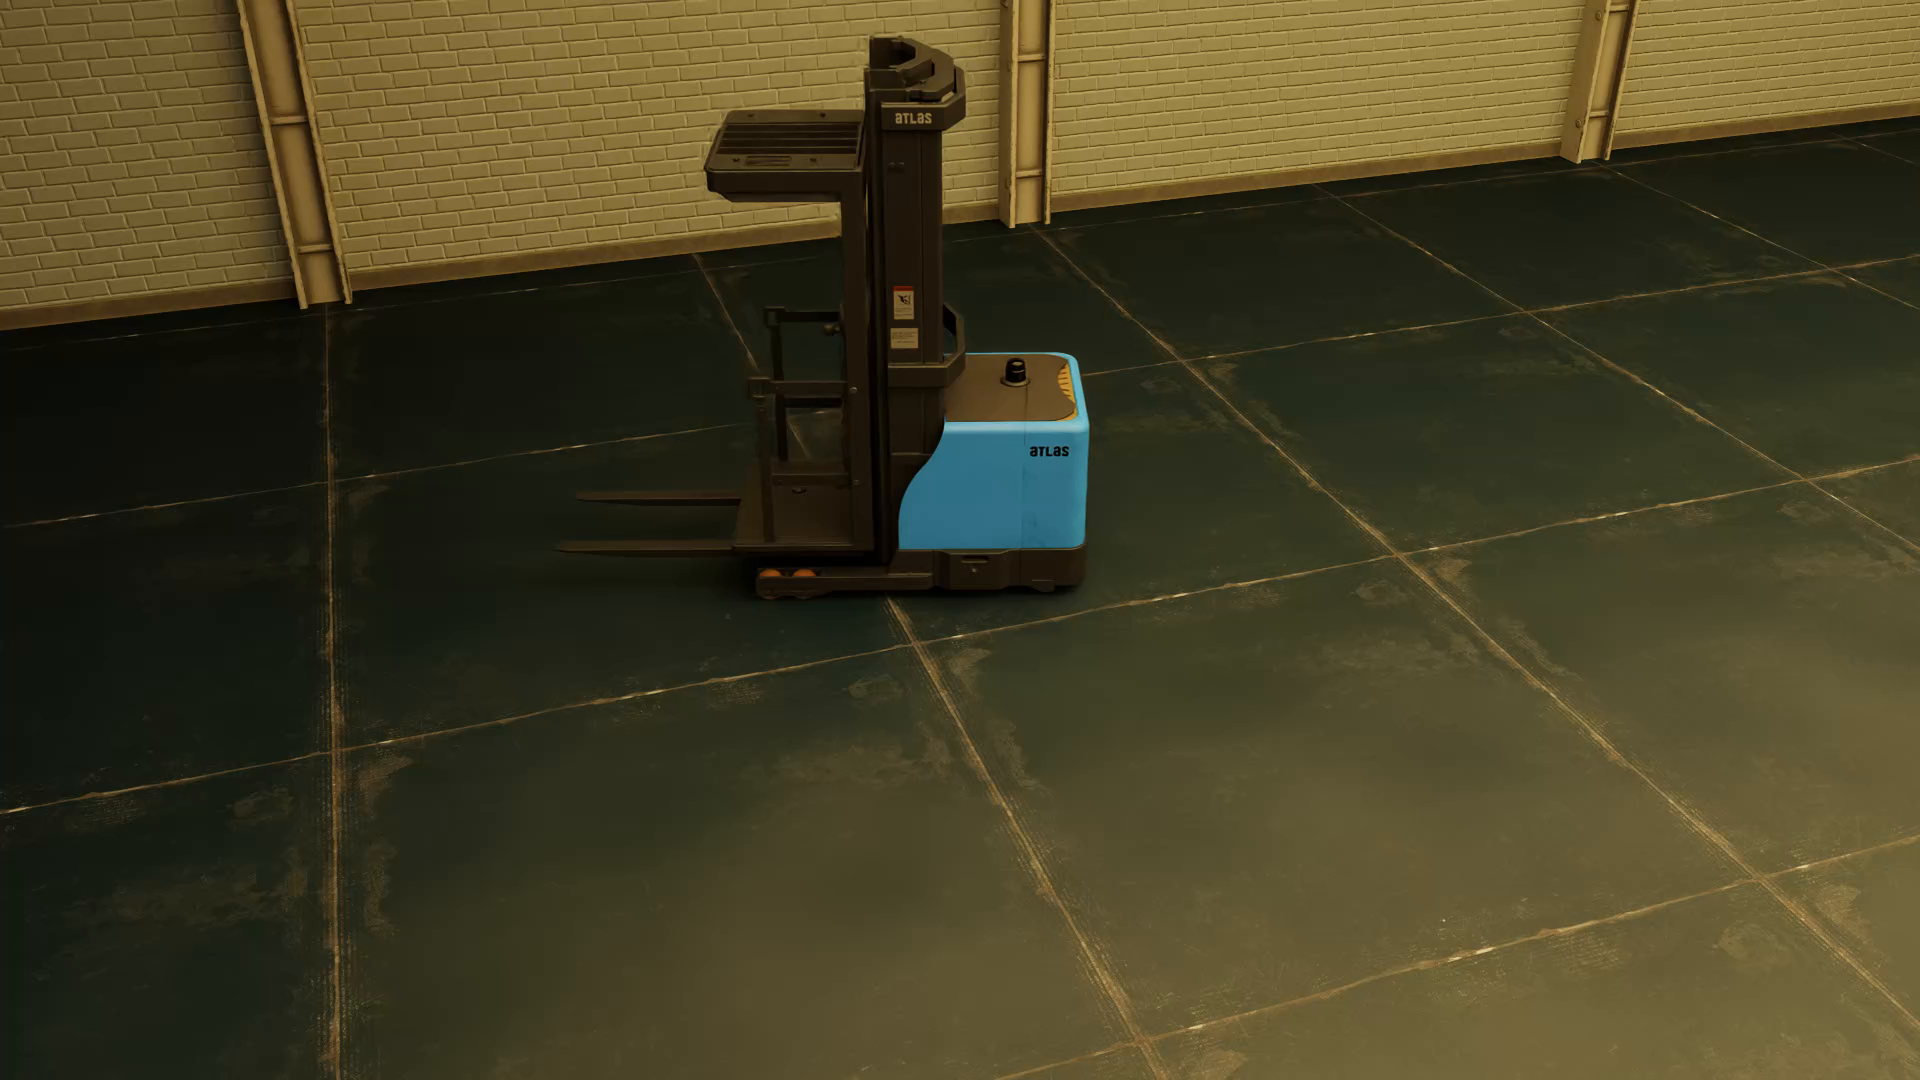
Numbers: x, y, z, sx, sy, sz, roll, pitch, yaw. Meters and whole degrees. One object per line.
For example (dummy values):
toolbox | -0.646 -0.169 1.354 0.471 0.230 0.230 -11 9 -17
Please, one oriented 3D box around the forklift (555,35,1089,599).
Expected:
forklift | -0.804 -1.200 9.173 3.031 2.935 1.130 0 30 -1
